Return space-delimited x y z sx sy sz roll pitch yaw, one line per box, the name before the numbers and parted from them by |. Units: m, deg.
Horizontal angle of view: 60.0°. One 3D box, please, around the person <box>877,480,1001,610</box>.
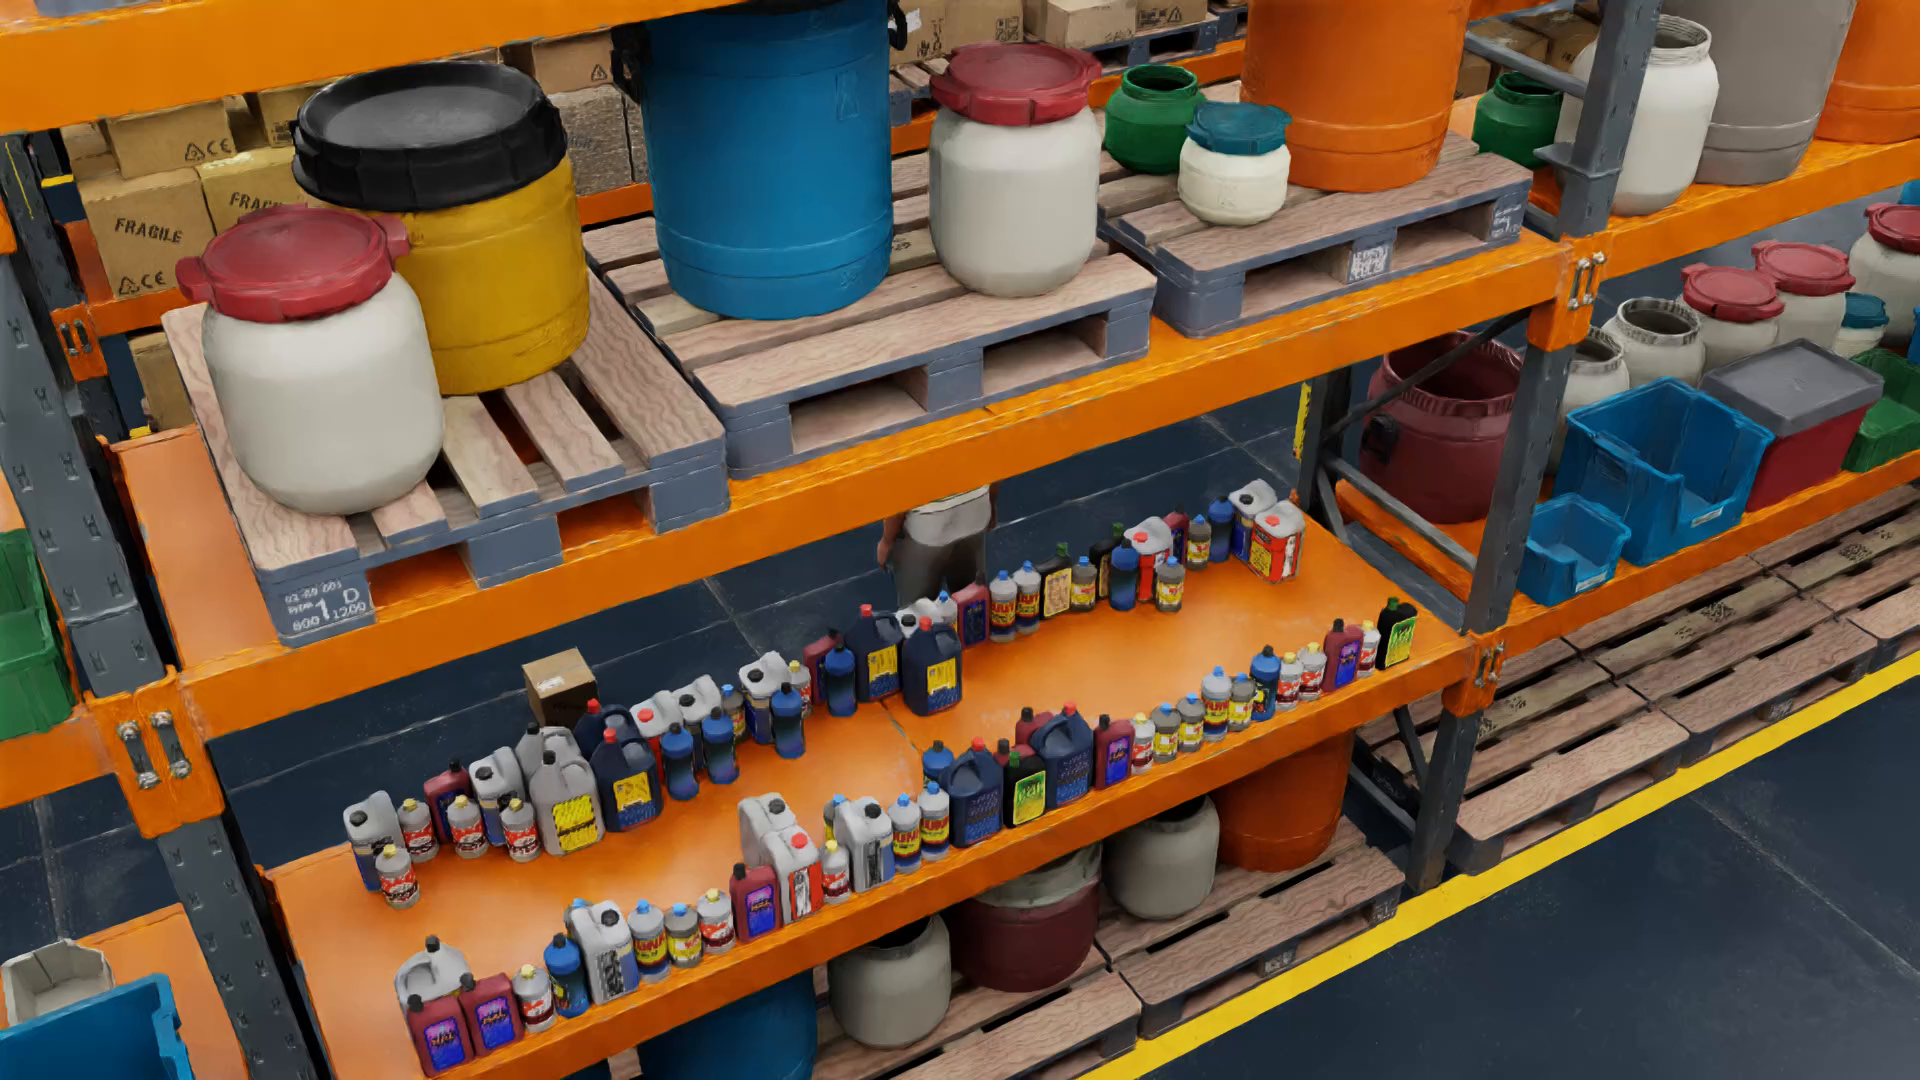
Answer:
person | -0.080 -0.080 6.985 0.614 1.769 0.413 -24 43 -28
